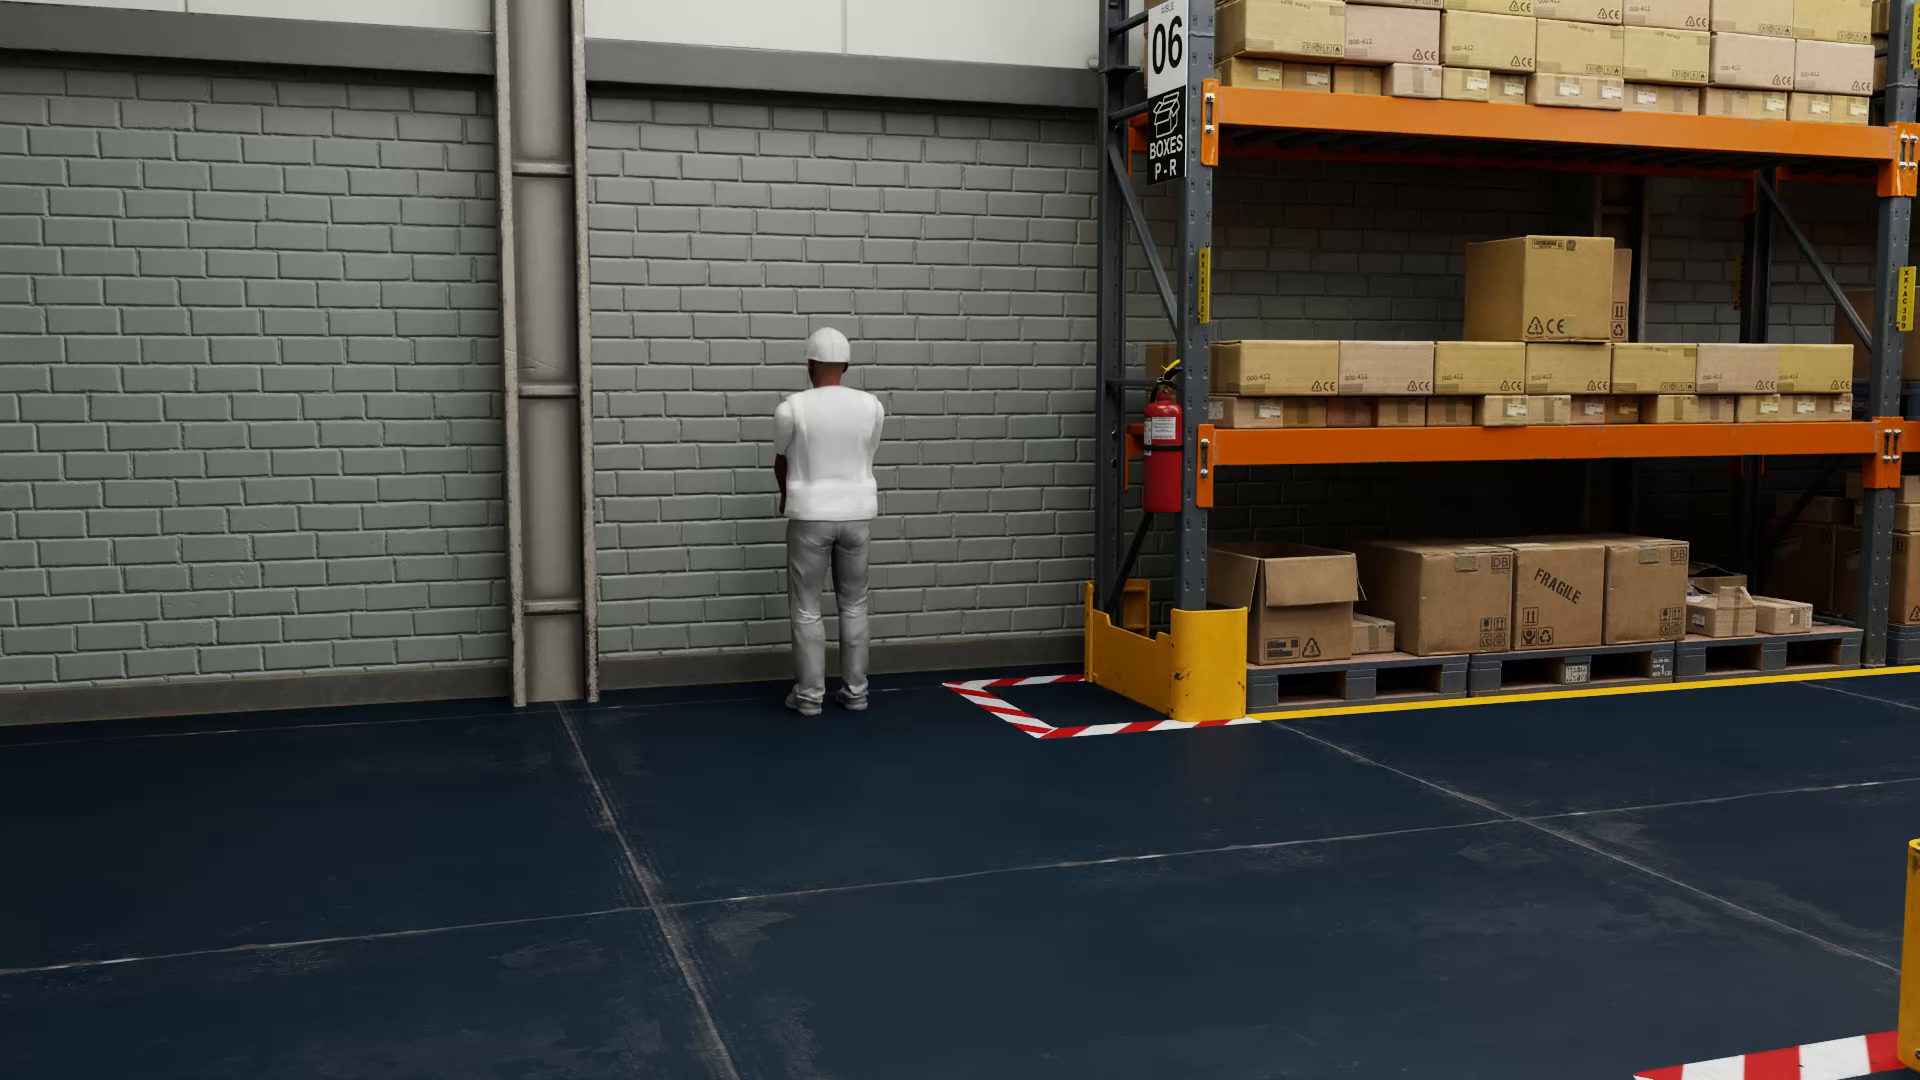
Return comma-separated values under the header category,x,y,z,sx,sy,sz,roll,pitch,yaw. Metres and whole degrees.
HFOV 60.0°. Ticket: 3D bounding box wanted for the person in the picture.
category,x,y,z,sx,sy,sz,roll,pitch,yaw
person,-0.634,-0.094,7.689,0.503,1.760,0.587,-2,6,-18
